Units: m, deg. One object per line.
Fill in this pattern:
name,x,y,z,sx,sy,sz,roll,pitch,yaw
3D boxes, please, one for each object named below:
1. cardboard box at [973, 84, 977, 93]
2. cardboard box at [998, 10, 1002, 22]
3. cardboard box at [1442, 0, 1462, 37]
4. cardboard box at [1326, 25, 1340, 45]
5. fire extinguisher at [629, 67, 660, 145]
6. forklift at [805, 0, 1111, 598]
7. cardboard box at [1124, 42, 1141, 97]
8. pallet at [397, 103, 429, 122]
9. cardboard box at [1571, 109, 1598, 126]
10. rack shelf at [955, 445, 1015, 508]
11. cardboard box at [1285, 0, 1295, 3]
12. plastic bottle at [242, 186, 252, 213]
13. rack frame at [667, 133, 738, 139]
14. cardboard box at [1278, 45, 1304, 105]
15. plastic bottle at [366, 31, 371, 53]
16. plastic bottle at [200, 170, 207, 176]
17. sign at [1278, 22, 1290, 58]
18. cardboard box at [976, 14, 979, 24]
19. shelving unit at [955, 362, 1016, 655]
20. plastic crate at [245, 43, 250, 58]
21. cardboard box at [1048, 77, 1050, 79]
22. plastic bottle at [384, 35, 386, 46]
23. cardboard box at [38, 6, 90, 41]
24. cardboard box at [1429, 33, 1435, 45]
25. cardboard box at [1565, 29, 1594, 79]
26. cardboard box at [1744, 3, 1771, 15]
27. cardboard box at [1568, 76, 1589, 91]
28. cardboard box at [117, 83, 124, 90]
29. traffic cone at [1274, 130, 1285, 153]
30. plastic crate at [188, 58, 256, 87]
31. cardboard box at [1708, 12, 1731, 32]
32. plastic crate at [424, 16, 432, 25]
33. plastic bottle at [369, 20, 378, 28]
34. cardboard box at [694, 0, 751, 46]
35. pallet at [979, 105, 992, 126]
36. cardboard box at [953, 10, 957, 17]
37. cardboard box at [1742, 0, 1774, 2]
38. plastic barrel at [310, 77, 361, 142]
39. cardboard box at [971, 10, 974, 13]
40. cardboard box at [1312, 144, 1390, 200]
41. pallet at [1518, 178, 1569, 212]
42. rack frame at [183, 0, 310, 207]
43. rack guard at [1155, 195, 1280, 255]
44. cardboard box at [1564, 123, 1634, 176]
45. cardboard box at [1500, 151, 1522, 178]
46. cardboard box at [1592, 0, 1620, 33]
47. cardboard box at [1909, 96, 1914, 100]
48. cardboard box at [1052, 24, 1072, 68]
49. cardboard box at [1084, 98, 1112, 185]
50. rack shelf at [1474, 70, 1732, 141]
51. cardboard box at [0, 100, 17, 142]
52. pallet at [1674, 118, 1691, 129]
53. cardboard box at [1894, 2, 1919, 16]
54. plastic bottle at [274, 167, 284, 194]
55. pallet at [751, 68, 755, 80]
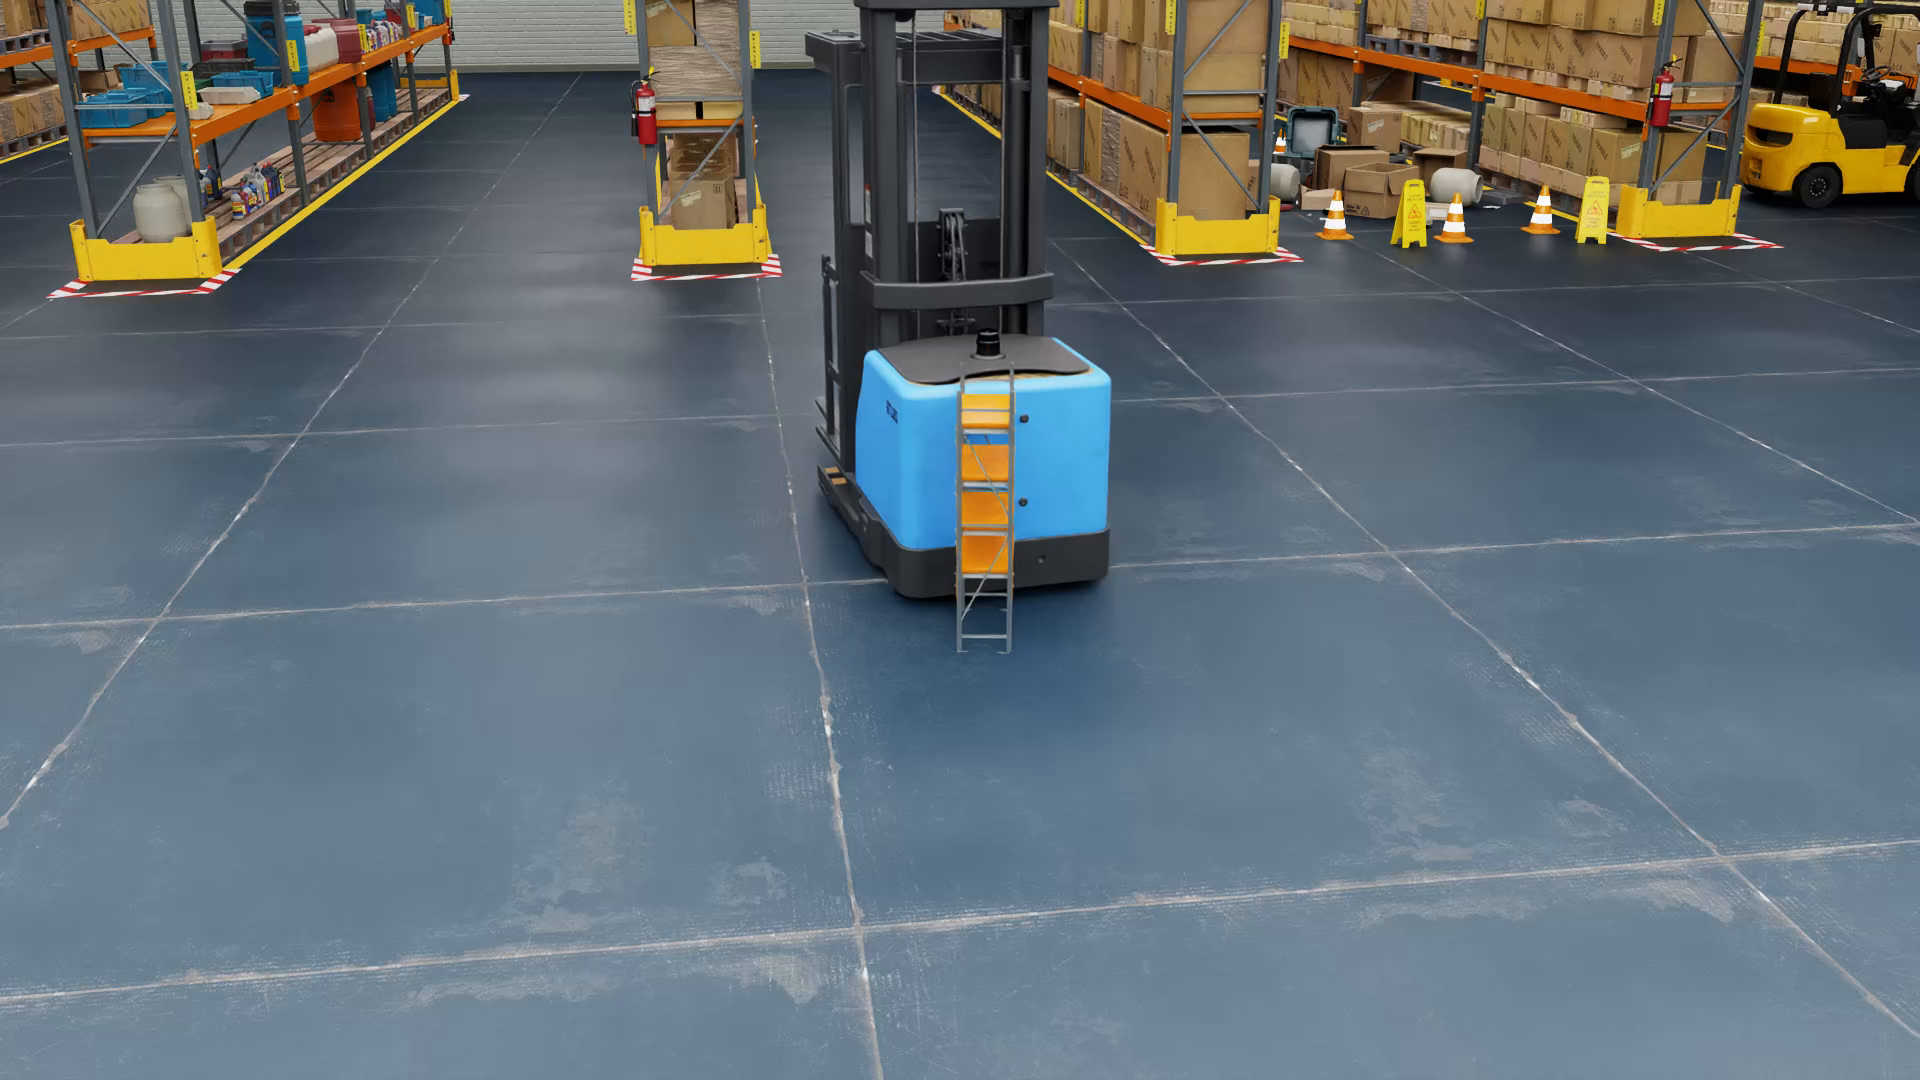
cardboard box,0.420,-7.506,27.575,0.380,0.149,0.250,-3,21,-7
cardboard box,0.754,-7.577,24.050,0.380,0.149,0.250,-2,21,-6
cardboard box,6.451,-6.630,21.012,0.500,0.500,0.500,-3,21,-7
cardboard box,5.821,-7.580,24.938,0.500,0.250,0.500,-3,21,-7
fire extinguisher,-2.852,-3.943,15.098,0.296,0.674,0.183,-3,21,-8
forklift,-0.171,-1.584,8.769,1.130,2.935,3.031,-6,21,-15
cardboard box,2.237,-5.025,17.669,0.875,0.550,0.500,-3,21,-8
pallet,-9.188,-6.894,26.872,1.003,0.211,1.213,-3,21,-8
cardboard box,6.868,-4.581,18.026,0.380,0.149,0.250,-3,21,-7
rack shelf,0.114,-0.291,7.333,0.258,0.148,0.480,1,20,2
cardboard box,5.543,-8.871,26.608,0.500,0.500,0.500,-3,21,-8
plastic bottle,-7.316,-3.483,17.025,0.097,0.271,0.097,0,20,0
rack frame,-3.566,-6.812,22.668,1.000,3.000,0.127,-3,21,-8
cardboard box,5.832,-7.688,27.449,0.875,0.875,0.875,-2,21,-6
plastic bottle,-8.284,-6.963,23.238,0.061,0.283,0.133,-3,21,-8
plastic bottle,-8.205,-3.865,18.041,0.152,0.276,0.135,-2,21,-6
sign,3.060,-4.726,15.733,0.100,0.325,0.005,-3,21,-8
cardboard box,0.460,-8.149,26.007,0.380,0.149,0.250,-3,21,-7
shelving unit,0.114,-0.144,7.388,0.258,1.200,0.503,1,20,2
plastic crate,-8.358,-5.536,19.275,0.392,0.384,0.575,-3,21,-8
cardboard box,0.999,-6.628,24.076,0.500,0.250,0.500,-3,21,-9
plastic bottle,-8.479,-7.348,24.386,0.097,0.201,0.097,0,20,0
cardboard box,-13.750,-7.936,25.534,0.500,0.500,0.500,-2,21,-6
cardboard box,6.337,-6.524,21.657,0.380,0.149,0.250,-3,21,-8
cardboard box,6.906,-5.250,17.916,0.500,0.500,0.500,-3,21,-8
cardboard box,11.103,-7.343,23.019,0.380,0.149,0.250,-2,21,-7
cardboard box,6.874,-4.983,18.129,0.380,0.149,0.250,-3,21,-8
cardboard box,-14.093,-7.496,27.799,0.500,0.250,0.500,-3,21,-8
traffic cone,4.222,-5.147,21.837,0.336,0.463,0.334,-3,21,-8
plastic crate,-7.941,-4.961,17.800,0.767,0.338,0.504,-3,21,-8
cardboard box,11.045,-7.388,23.711,0.500,0.250,0.500,-2,21,-6
plastic crate,-9.324,-8.964,28.720,0.396,0.136,0.243,-3,21,-8
plastic bottle,-8.704,-7.551,24.718,0.144,0.351,0.185,-3,21,-8
cardboard box,-2.222,-4.901,15.555,0.500,0.500,0.500,-3,21,-8
pallet,0.894,-6.837,26.719,1.003,0.211,1.213,-3,21,-8
cardboard box,0.155,-9.460,29.189,0.500,0.500,0.500,-3,21,-7
cardboard box,11.547,-7.727,24.048,0.380,0.149,0.250,-2,21,-6
plastic barrel,-8.555,-5.911,22.757,0.600,0.830,0.708,-3,21,-8
cardboard box,0.382,-8.471,26.444,0.380,0.149,0.250,-3,21,-7
cardboard box,4.492,-4.240,19.156,0.797,0.637,0.503,-3,21,-8
pallet,7.128,-3.967,19.035,1.003,0.211,1.213,-3,21,-8
rack frame,-7.891,-5.178,18.292,1.000,3.000,0.127,-3,21,-8
rack guard,2.513,-3.078,16.244,1.175,0.500,0.348,-3,21,-8
cardboard box,6.941,-4.247,18.058,0.500,0.500,0.500,-2,21,-6
cardboard box,6.723,-4.434,19.630,0.500,0.250,0.500,-2,21,-5
cardboard box,7.038,-5.538,17.260,0.700,0.500,0.500,-3,21,-7
cardboard box,11.991,-5.395,20.775,0.500,0.250,0.500,-3,21,-7
cardboard box,1.448,-6.207,20.904,0.500,0.500,0.500,-3,21,-7
cardboard box,1.955,-4.623,19.242,0.875,0.875,0.875,-3,21,-7
rack shelf,7.105,-4.898,18.571,1.077,0.370,4.000,-3,21,-8
cardboard box,-13.233,-5.702,22.640,0.500,0.500,0.500,-4,21,-10
pallet,11.082,-6.518,25.866,1.003,0.211,1.213,-3,21,-8
cardboard box,11.625,-6.458,20.226,0.380,0.149,0.250,-3,21,-7
plastic bottle,-7.495,-3.961,18.288,0.061,0.283,0.133,-2,21,-5
pallet,-2.956,-5.609,19.722,1.003,0.211,1.213,-3,21,-8
